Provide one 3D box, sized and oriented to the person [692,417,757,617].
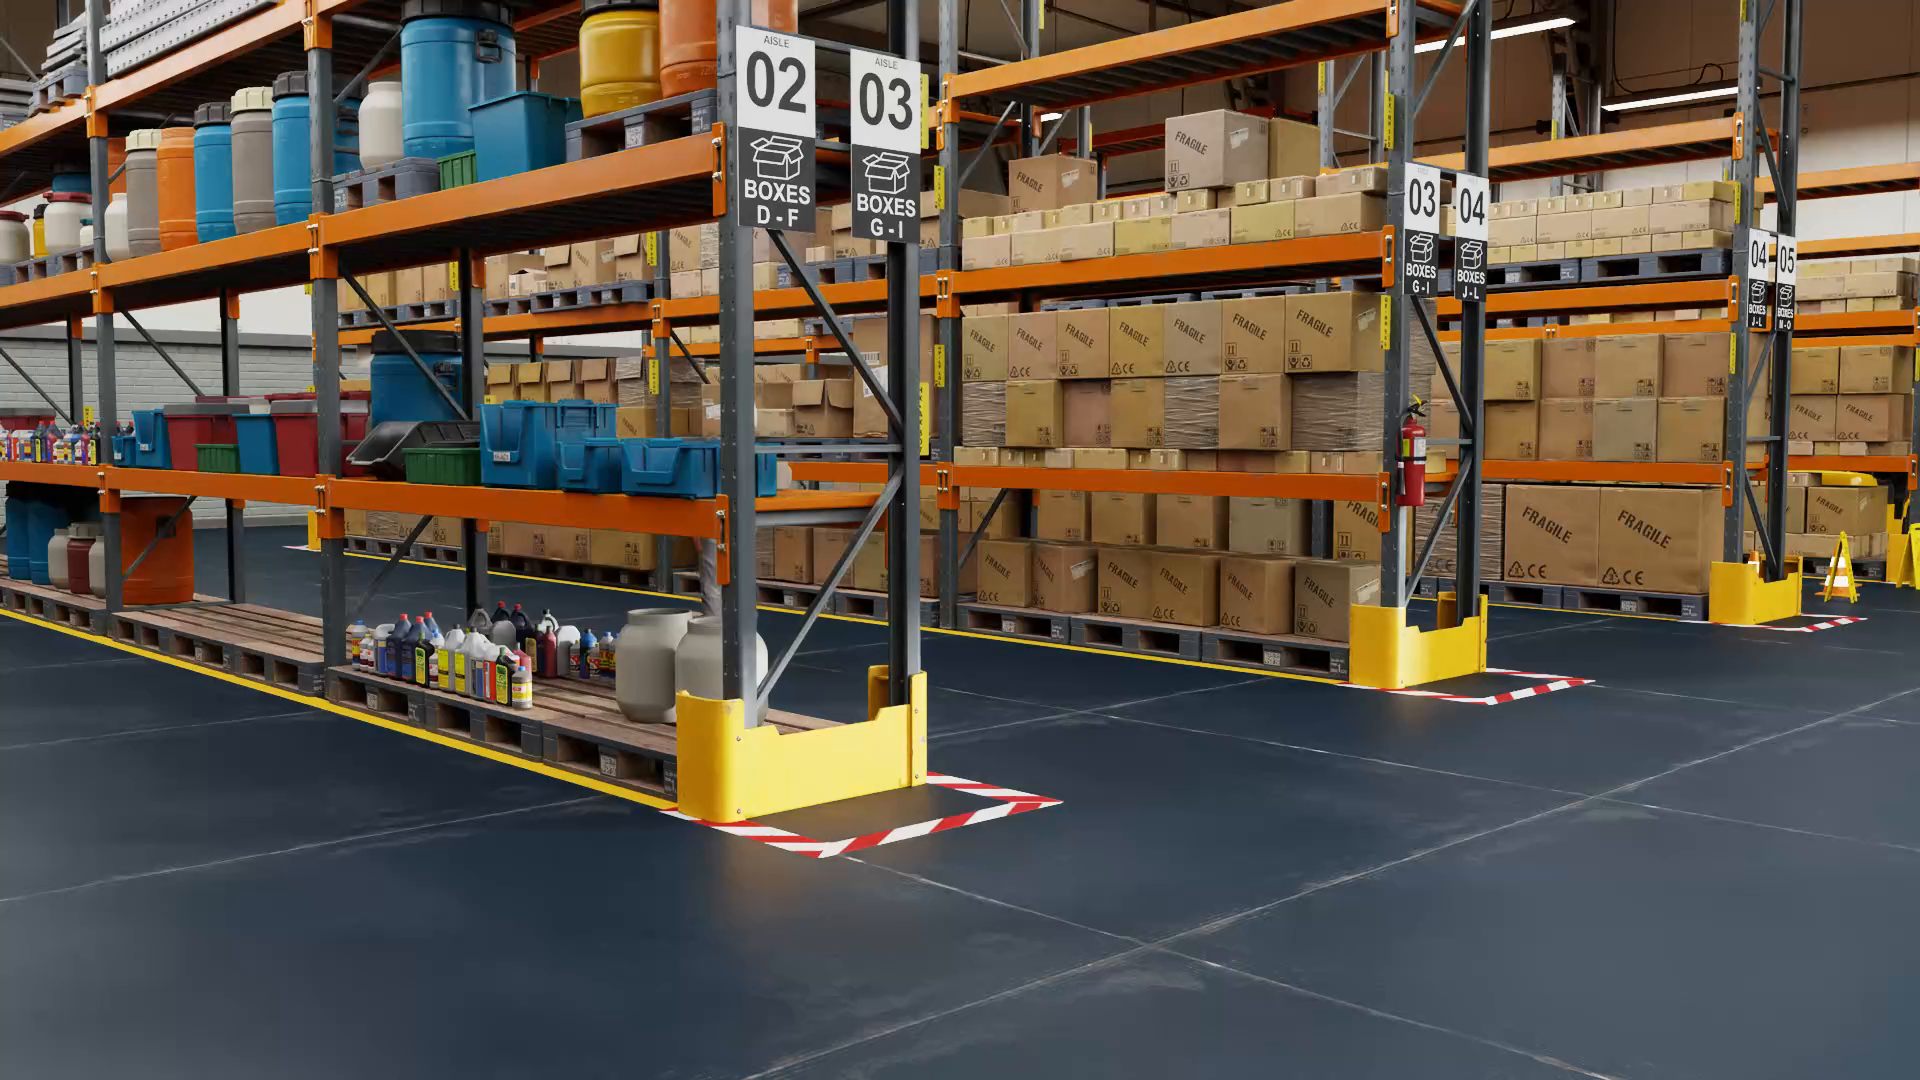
[{"bbox_3d":[-1.630,-0.073,11.650,0.572,1.781,0.356,-4,5,-42],"label":"person"}]
